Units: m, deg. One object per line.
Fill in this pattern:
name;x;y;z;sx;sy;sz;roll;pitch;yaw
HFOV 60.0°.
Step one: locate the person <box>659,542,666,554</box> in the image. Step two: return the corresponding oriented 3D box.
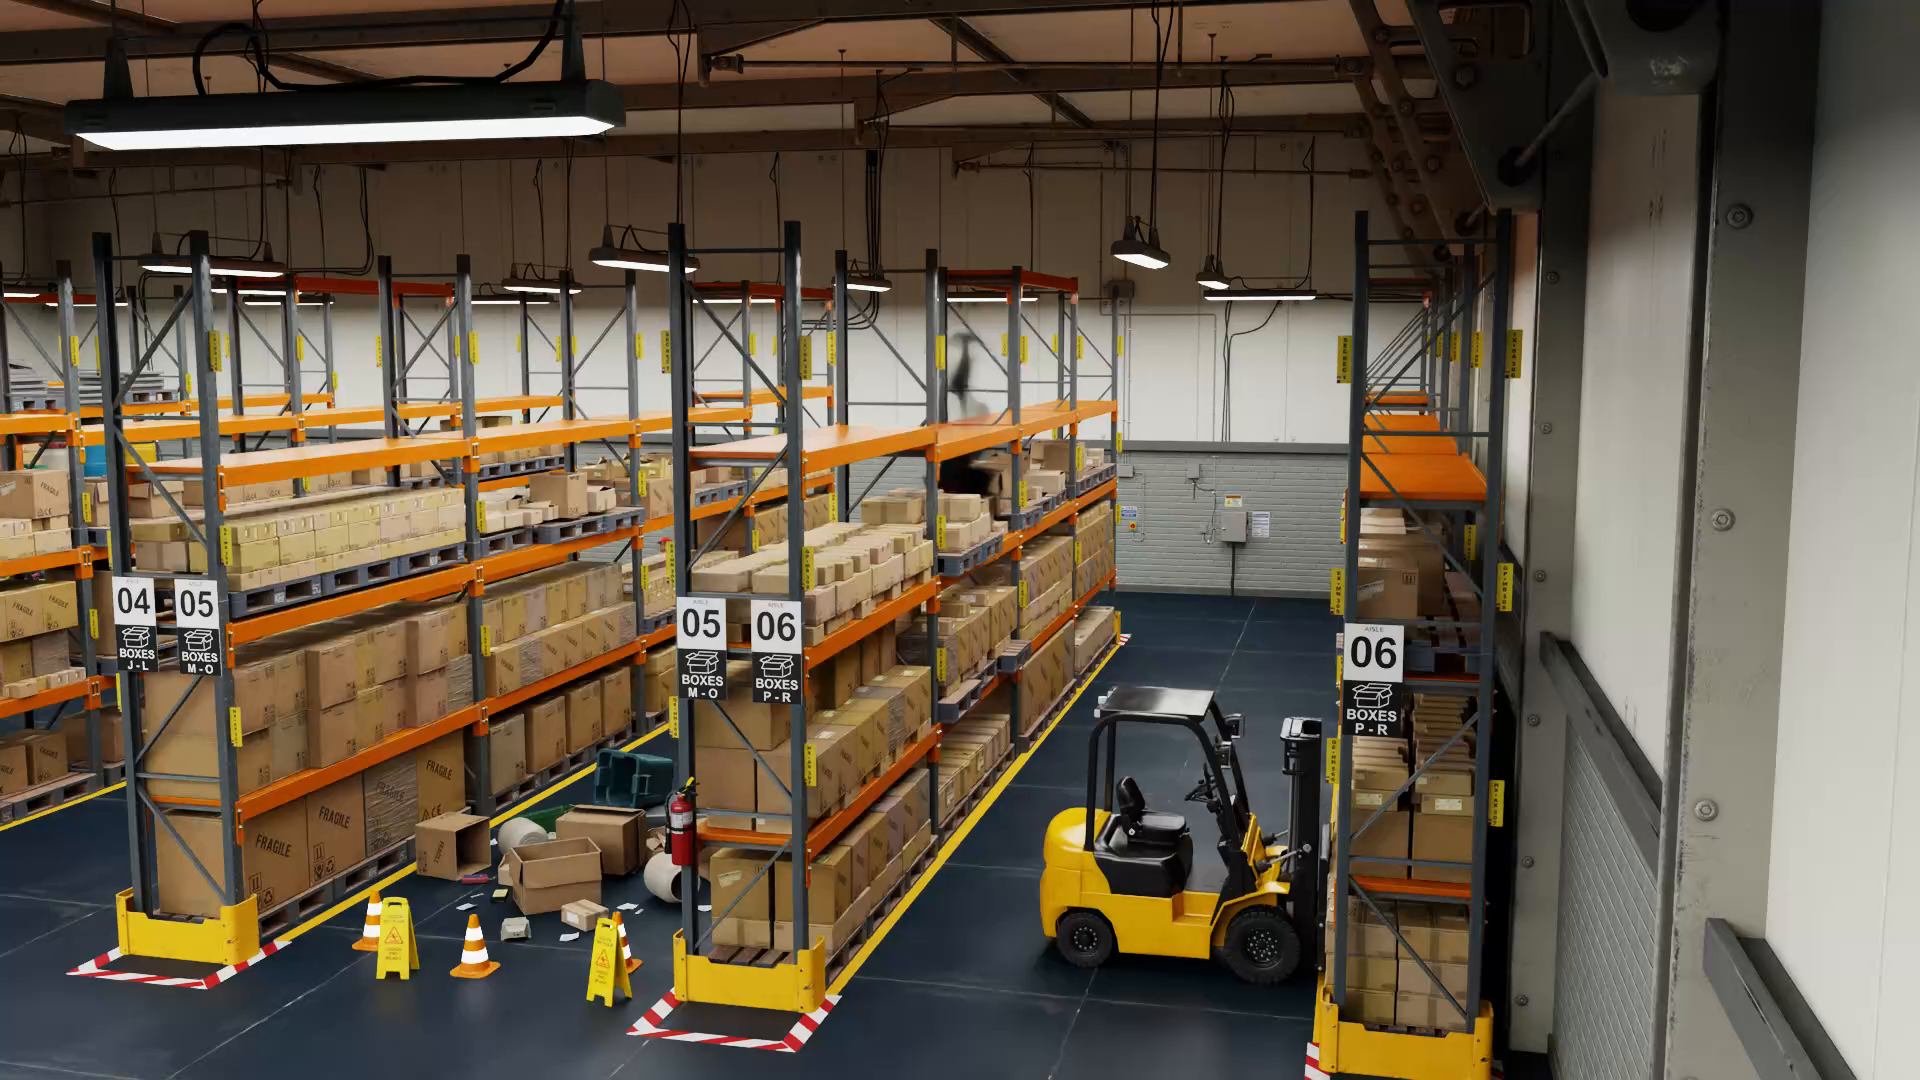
person;-4.877;0.809;28.018;0.640;1.654;0.799;3;7;21
